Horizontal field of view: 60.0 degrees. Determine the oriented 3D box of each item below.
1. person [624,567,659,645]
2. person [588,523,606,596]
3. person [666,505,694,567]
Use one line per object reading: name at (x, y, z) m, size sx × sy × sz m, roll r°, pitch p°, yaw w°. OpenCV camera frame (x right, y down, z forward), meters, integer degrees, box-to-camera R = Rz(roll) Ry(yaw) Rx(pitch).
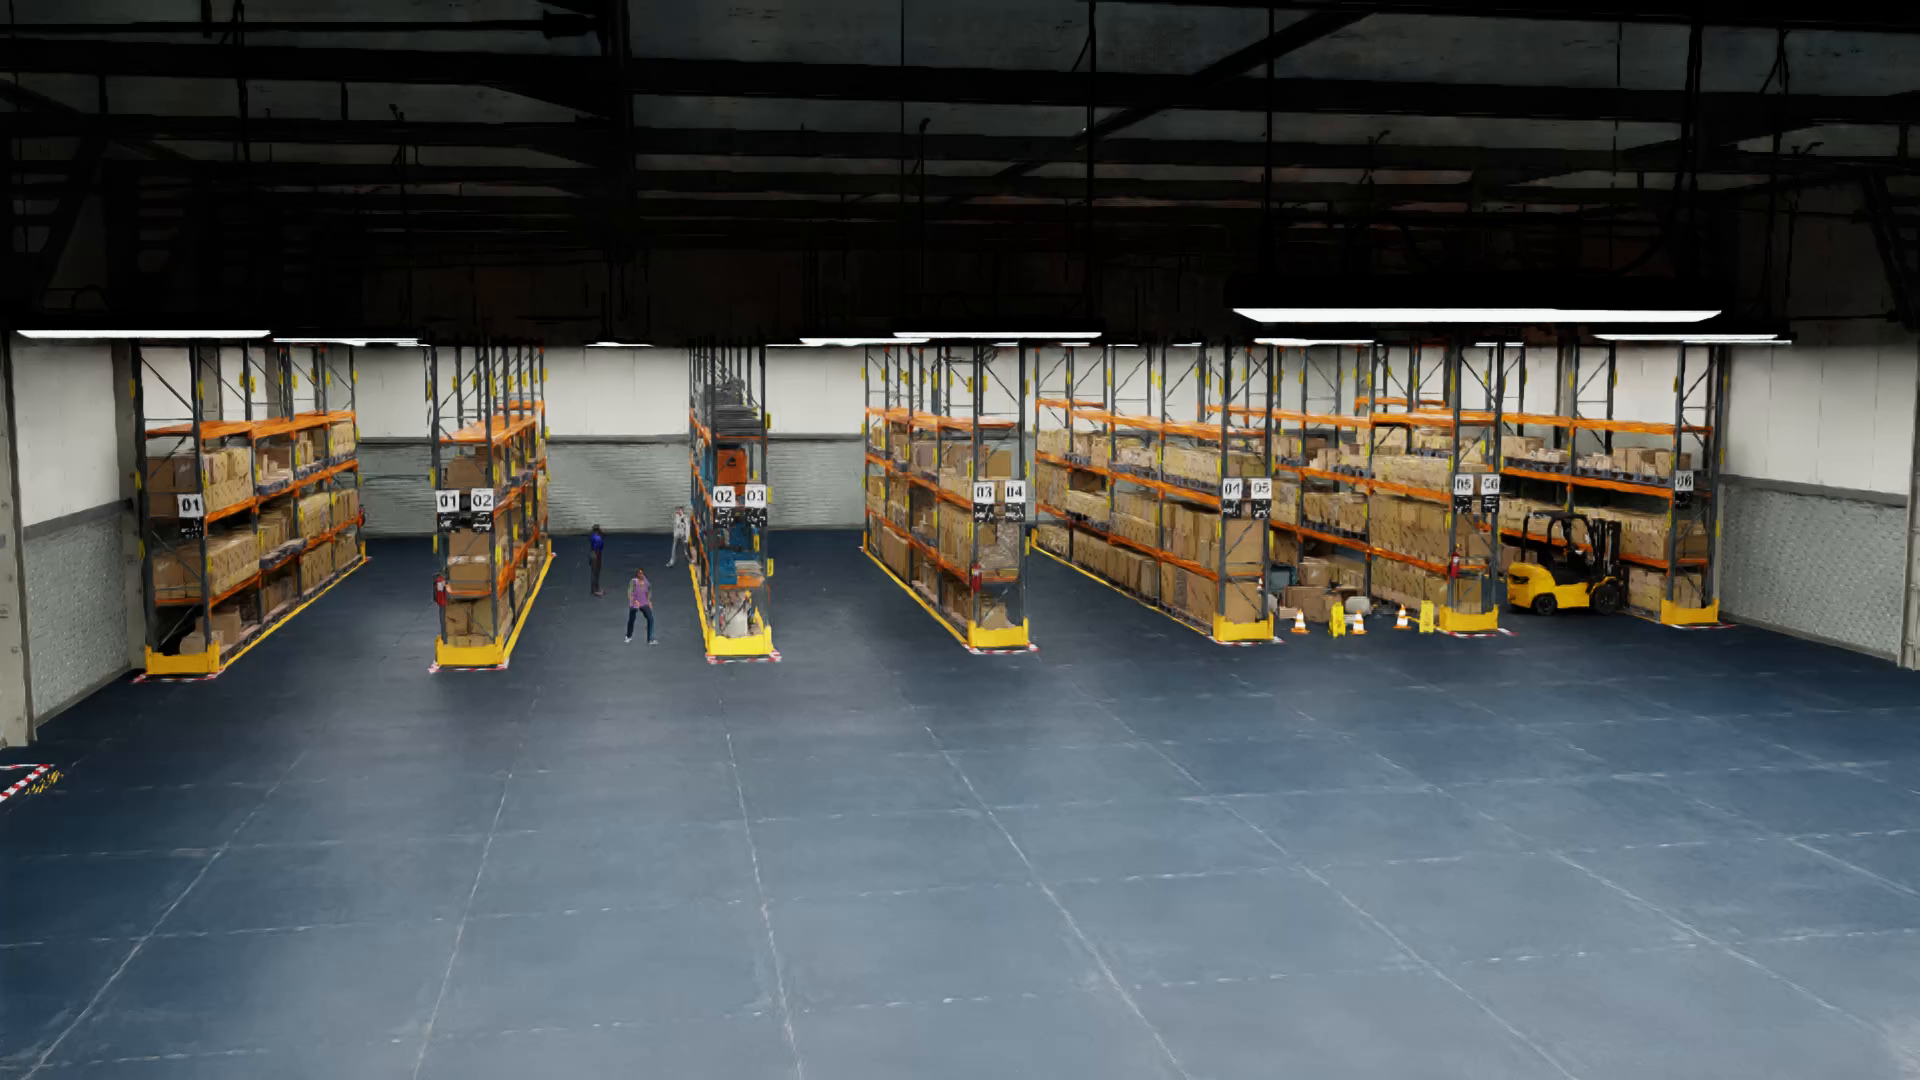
person at (-6.222, 1.277, 32.280) m, size 0.561 × 1.488 × 0.788 m, roll -3°, pitch 7°, yaw -28°
person at (-8.457, 0.486, 38.833) m, size 0.441 × 1.569 × 0.552 m, roll -4°, pitch 8°, yaw -29°
person at (-7.370, -0.125, 43.945) m, size 0.523 × 1.630 × 0.920 m, roll 2°, pitch 7°, yaw 17°
